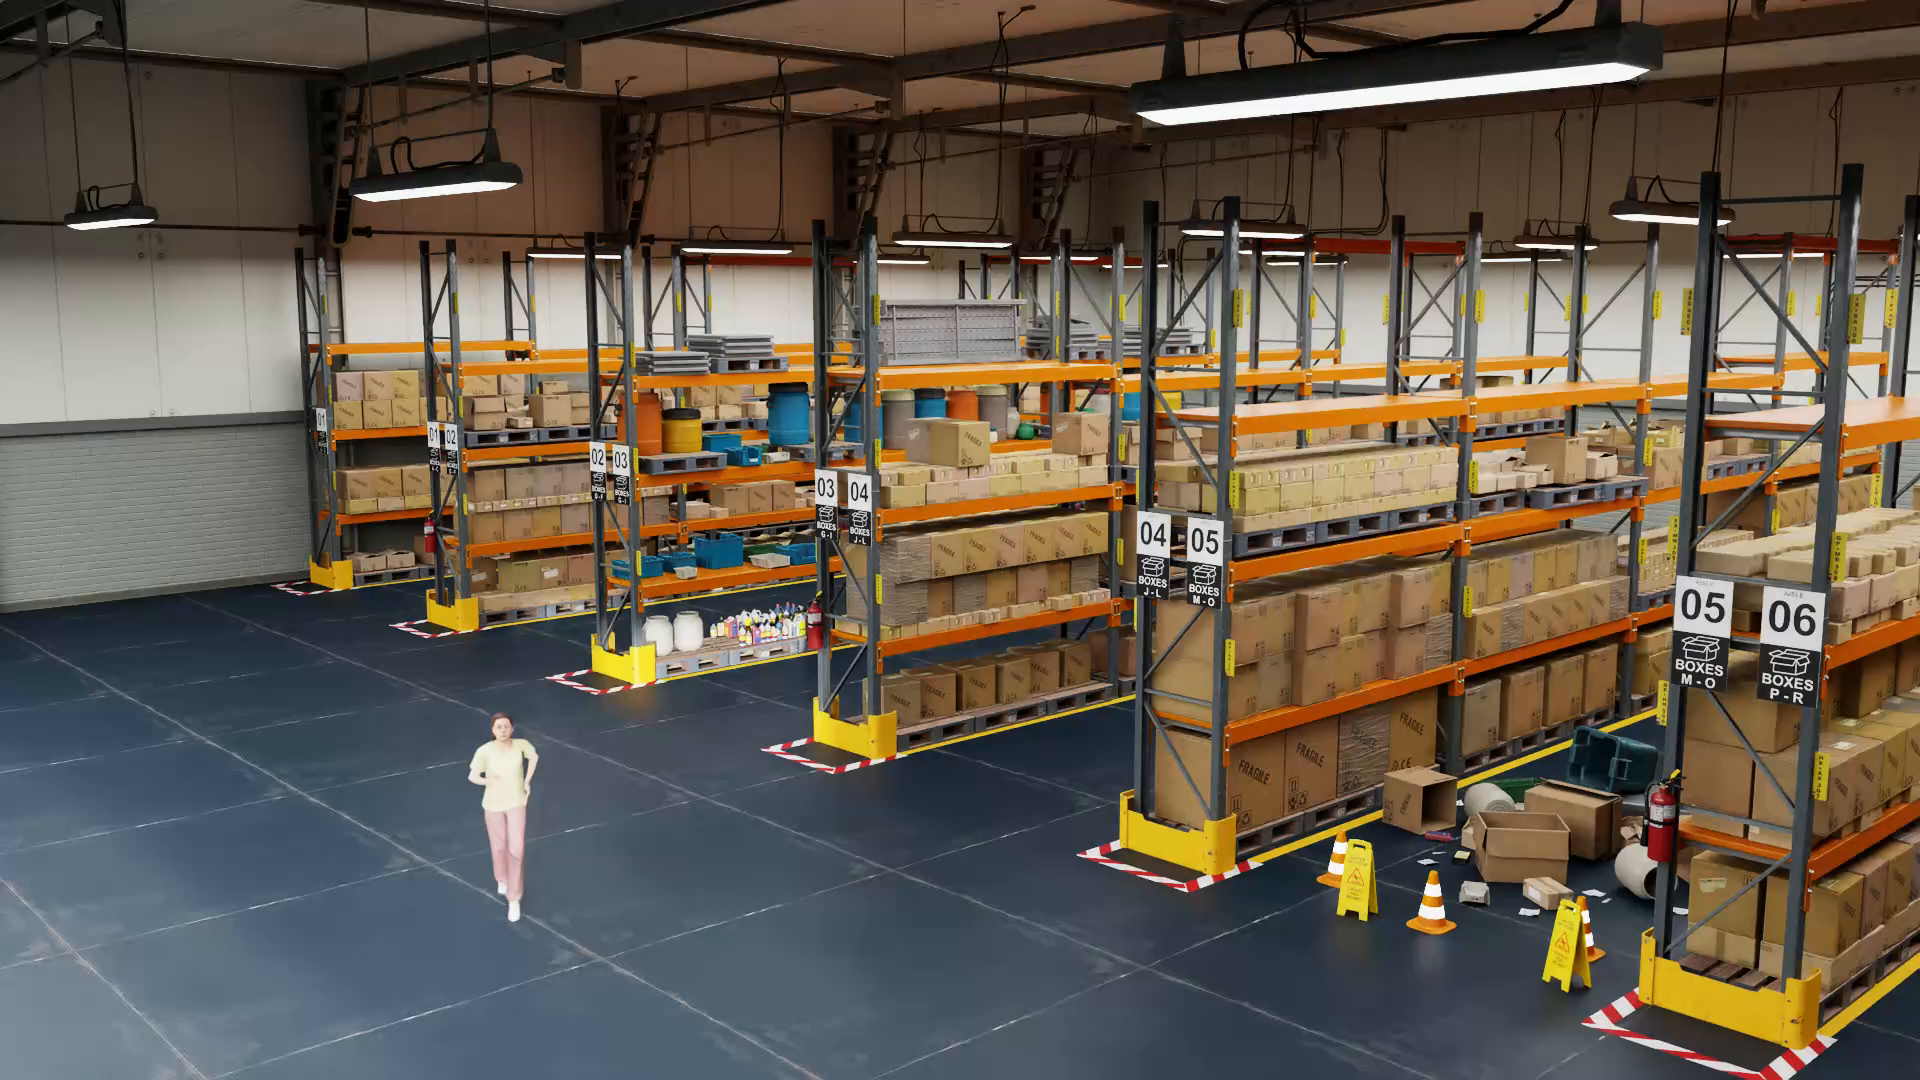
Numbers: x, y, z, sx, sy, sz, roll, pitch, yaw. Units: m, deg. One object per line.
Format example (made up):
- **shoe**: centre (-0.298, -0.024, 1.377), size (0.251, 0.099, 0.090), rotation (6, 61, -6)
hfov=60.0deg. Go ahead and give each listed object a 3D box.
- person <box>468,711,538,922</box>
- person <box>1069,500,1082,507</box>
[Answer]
- **person**: centre (-3.842, 2.290, 14.052), size (0.575, 1.672, 0.807), rotation (-2, 9, -15)
- **person**: centre (2.300, -0.489, 32.618), size (0.652, 1.716, 0.943), rotation (6, 10, 37)
